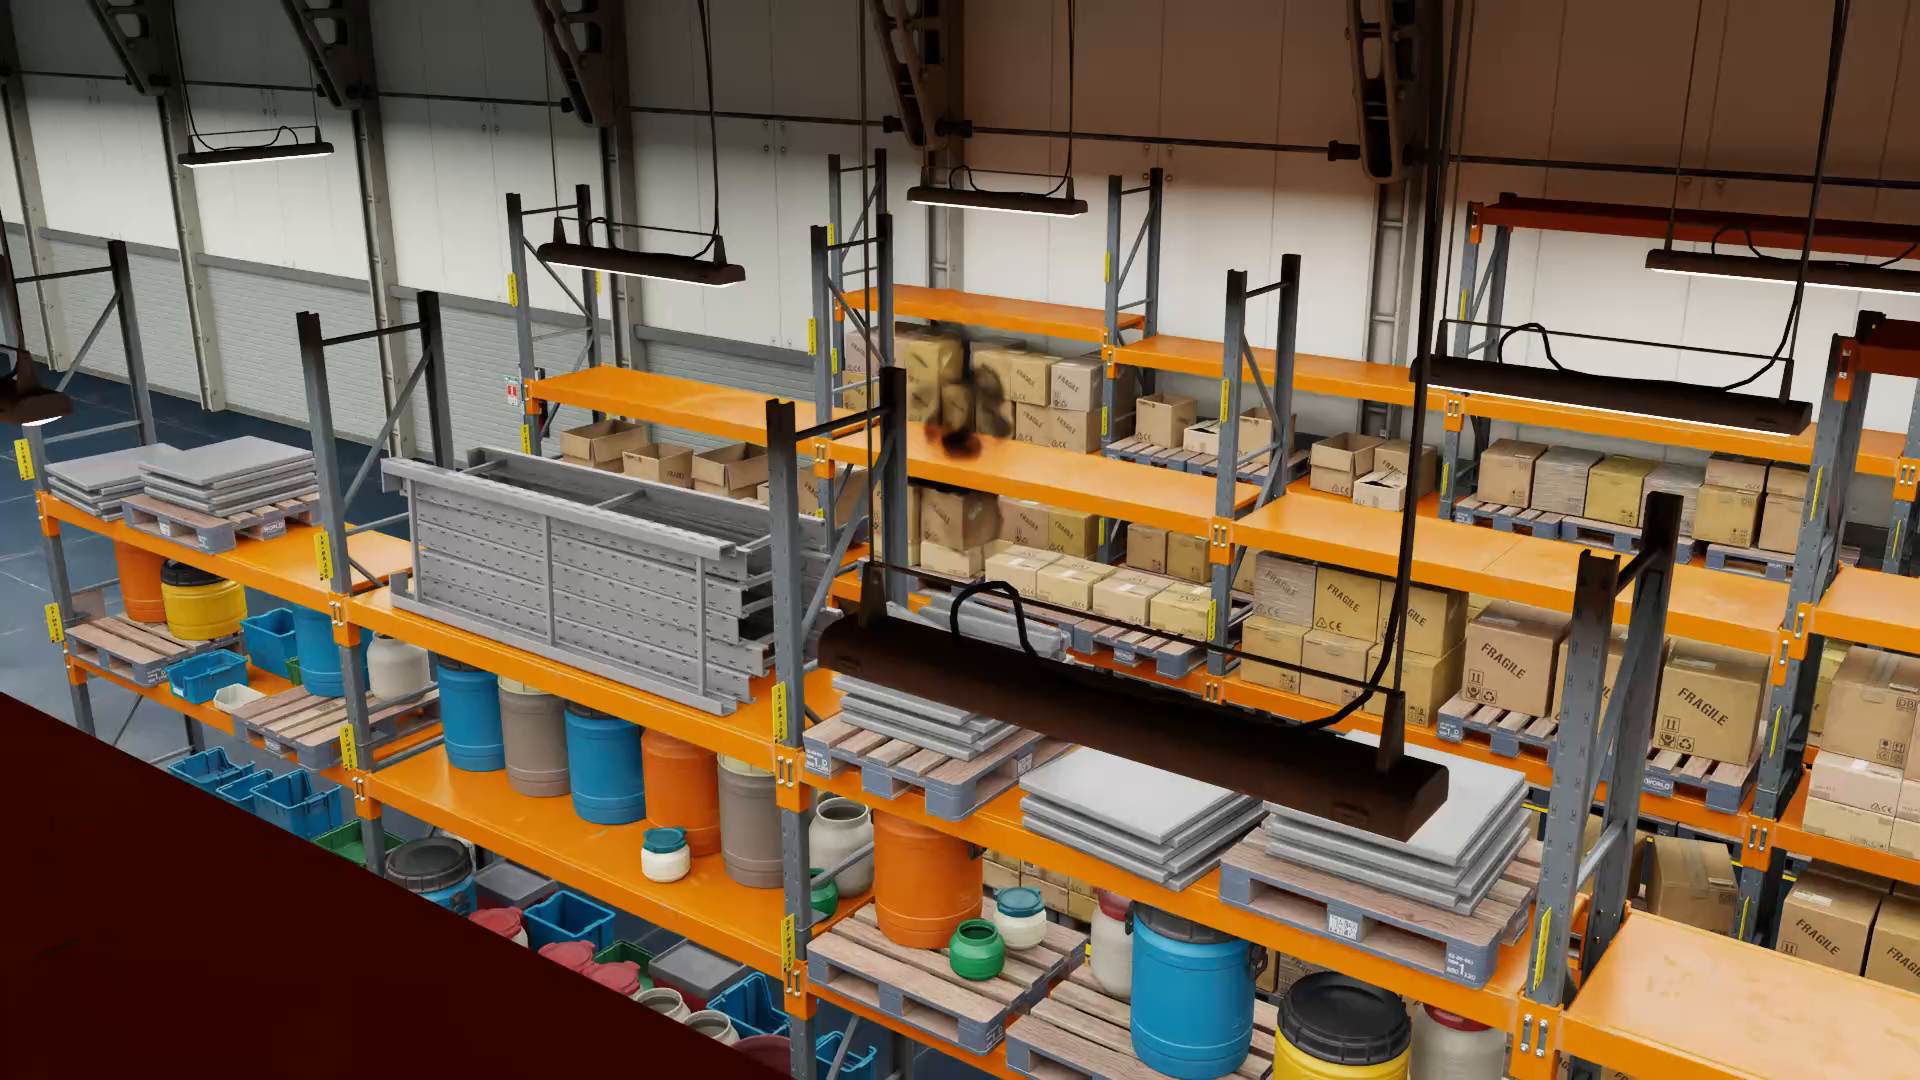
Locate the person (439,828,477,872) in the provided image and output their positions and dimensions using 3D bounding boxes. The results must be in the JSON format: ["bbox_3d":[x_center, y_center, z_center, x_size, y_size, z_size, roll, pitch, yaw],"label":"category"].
[{"bbox_3d":[-4.367,2.601,14.611,0.654,1.842,0.668,13,22,34],"label":"person"}]
